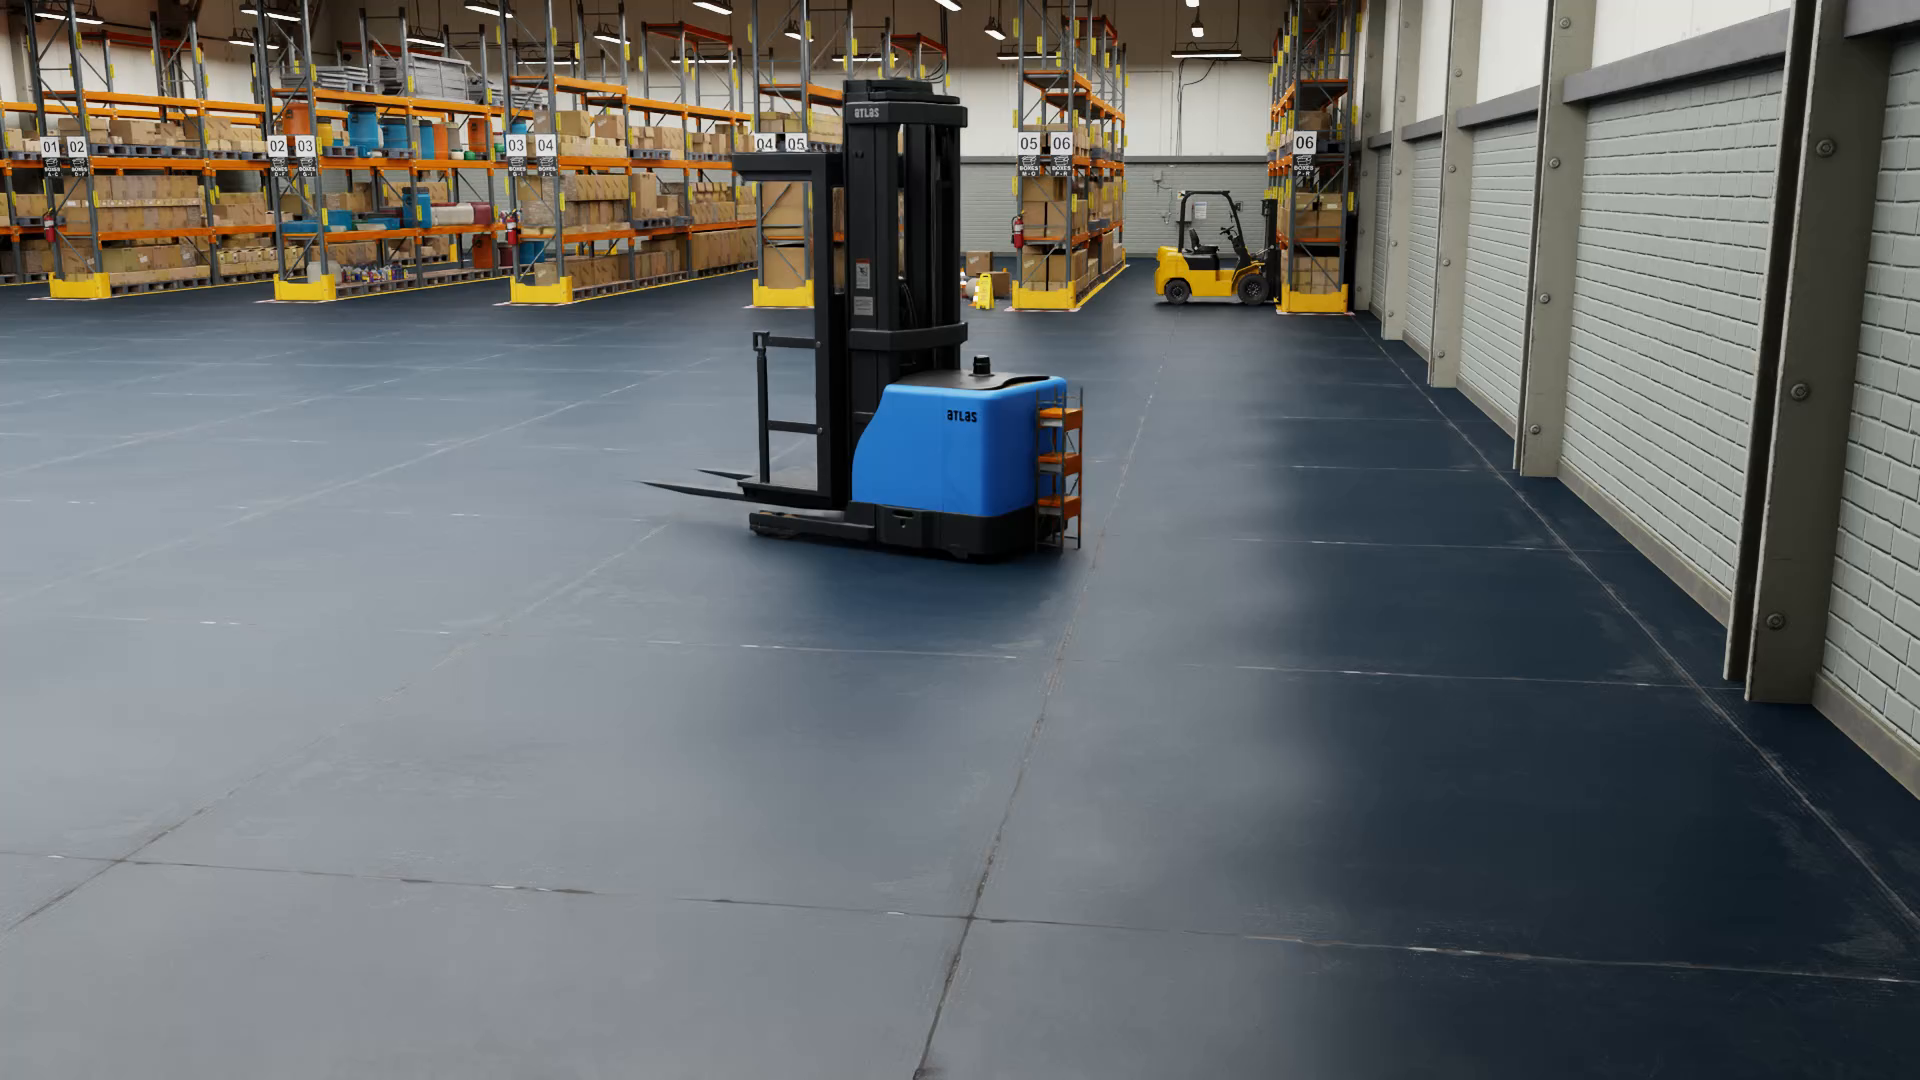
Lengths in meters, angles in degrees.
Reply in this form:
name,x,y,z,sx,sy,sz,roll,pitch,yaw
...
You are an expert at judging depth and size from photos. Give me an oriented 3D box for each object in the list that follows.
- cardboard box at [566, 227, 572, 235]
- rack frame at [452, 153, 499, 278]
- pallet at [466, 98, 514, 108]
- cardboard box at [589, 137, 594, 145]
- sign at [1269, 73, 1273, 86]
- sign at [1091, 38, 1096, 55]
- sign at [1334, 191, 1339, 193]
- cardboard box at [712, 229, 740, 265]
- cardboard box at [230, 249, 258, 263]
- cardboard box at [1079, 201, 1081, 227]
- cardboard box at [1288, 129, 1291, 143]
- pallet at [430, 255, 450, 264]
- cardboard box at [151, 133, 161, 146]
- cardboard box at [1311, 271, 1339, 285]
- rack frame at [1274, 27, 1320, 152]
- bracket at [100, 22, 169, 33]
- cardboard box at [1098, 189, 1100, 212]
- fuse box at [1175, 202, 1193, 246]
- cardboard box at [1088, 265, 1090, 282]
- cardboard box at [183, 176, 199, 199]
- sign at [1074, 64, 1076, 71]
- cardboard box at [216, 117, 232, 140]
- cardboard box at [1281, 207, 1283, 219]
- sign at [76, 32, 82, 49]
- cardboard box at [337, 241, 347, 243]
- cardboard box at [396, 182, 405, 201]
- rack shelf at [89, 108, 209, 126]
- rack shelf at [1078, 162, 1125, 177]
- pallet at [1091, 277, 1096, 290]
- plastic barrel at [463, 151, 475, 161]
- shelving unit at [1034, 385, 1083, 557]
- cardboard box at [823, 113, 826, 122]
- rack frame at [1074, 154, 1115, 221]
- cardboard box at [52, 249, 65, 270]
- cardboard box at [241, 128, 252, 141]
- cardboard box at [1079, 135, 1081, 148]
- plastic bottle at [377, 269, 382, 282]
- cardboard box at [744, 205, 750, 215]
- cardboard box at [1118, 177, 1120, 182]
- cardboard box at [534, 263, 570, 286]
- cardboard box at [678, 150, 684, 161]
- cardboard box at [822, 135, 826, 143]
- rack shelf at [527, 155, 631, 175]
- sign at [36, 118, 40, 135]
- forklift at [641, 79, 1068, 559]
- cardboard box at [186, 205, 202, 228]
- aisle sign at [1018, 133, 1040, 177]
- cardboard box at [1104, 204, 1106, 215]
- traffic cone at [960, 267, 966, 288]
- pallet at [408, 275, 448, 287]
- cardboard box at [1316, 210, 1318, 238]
name,x,y,z,sx,sy,sz,roll,pitch,yaw
cardboard box,-7.893,-6.109,32.815,0.380,0.149,0.250,2,12,9
rack frame,-11.893,-7.954,40.782,1.000,3.000,0.127,2,12,9
pallet,-11.752,-10.748,40.904,1.213,0.211,1.003,2,12,9
cardboard box,-7.705,-8.144,33.953,0.380,0.149,0.250,1,12,7
sign,8.393,-12.423,44.875,0.100,0.325,0.005,2,12,9
sign,2.711,-10.047,33.846,0.100,0.325,0.005,2,12,9
sign,7.632,-6.924,33.760,0.100,0.325,0.005,2,12,9
cardboard box,-6.462,-7.659,43.460,1.225,0.875,0.875,2,12,9
cardboard box,-16.932,-6.708,39.198,0.500,0.311,0.500,1,12,7
cardboard box,2.063,-6.305,32.187,0.500,0.500,0.500,2,12,8
cardboard box,6.555,-7.836,32.197,0.396,0.266,0.258,2,12,7
pallet,-15.690,-8.236,48.708,1.003,0.211,1.213,2,12,9
cardboard box,-17.823,-8.771,36.333,0.500,0.311,0.500,1,12,6
cardboard box,6.745,-4.844,30.693,0.500,0.250,0.500,2,12,10
rack frame,8.313,-11.078,41.037,1.000,3.000,0.127,2,12,9
bracket,-21.926,-13.336,42.971,0.076,0.066,4.783,2,12,9
cardboard box,2.853,-7.555,36.992,0.500,0.500,0.500,1,12,5
fuse box,6.921,-9.584,51.404,0.539,1.711,0.414,2,12,9
cardboard box,2.256,-5.670,35.423,0.950,0.372,0.625,2,12,9
cardboard box,-17.464,-7.873,37.090,0.700,0.500,0.500,2,12,9
sign,2.864,-11.795,41.771,0.100,0.325,0.005,2,12,9
cardboard box,-17.203,-9.494,38.387,0.500,0.500,0.500,3,13,14
cardboard box,6.906,-6.761,34.417,0.500,0.250,0.500,2,12,7
sign,-17.470,-9.898,32.966,0.100,0.325,0.005,2,12,9
cardboard box,-16.641,-8.007,44.136,0.500,0.250,0.500,2,12,9
cardboard box,-15.742,-9.682,46.189,0.500,0.500,0.500,1,12,7
rack shelf,-21.375,-11.077,43.689,1.077,0.370,4.000,2,12,9
rack shelf,3.716,-9.836,44.103,1.077,0.370,4.000,2,12,9
pallet,2.481,-5.694,36.912,1.003,0.211,1.213,2,12,9
plastic barrel,-11.880,-9.292,40.236,0.294,0.245,0.294,0,12,0
shelving unit,0.625,-0.437,10.530,0.215,1.050,0.252,7,14,30
cardboard box,-2.821,-8.205,32.295,0.380,0.149,0.250,2,12,8
rack frame,3.408,-8.305,42.411,1.000,3.000,0.127,2,12,9
cardboard box,-22.052,-6.803,40.332,0.700,0.500,0.500,2,12,9
cardboard box,-20.537,-11.471,47.323,0.500,0.500,0.500,2,12,9
cardboard box,2.045,-7.655,31.922,0.500,0.250,0.500,2,12,10
plastic bottle,-12.437,-5.672,35.624,0.097,0.271,0.097,0,12,0
cardboard box,-5.971,-8.891,44.780,0.500,0.250,0.500,2,12,8
cardboard box,4.115,-9.750,44.966,0.380,0.149,0.250,2,12,10
cardboard box,-8.117,-5.241,33.130,0.500,0.500,0.500,4,13,19
cardboard box,-6.830,-9.080,39.241,0.500,0.250,0.500,2,12,9
cardboard box,-2.819,-7.816,32.381,0.380,0.149,0.250,2,12,9
rack shelf,-7.922,-7.659,34.002,1.077,0.370,4.000,2,12,9
sign,-18.551,-8.331,33.497,0.100,0.325,0.005,2,12,9
forklift,-0.811,-1.522,11.099,3.031,2.935,1.130,7,14,31
cardboard box,-17.464,-7.239,37.227,0.700,0.500,0.500,2,12,7
aisle sign,1.267,-7.075,30.530,0.394,0.787,0.004,2,12,9
cardboard box,3.196,-7.849,39.462,0.500,0.250,0.500,2,12,10
traffic cone,0.042,-5.796,36.790,0.336,0.463,0.334,2,12,9
pallet,-12.426,-5.923,37.977,1.003,0.211,1.213,2,12,9
cardboard box,6.877,-5.899,31.010,0.500,0.500,0.500,2,12,10
